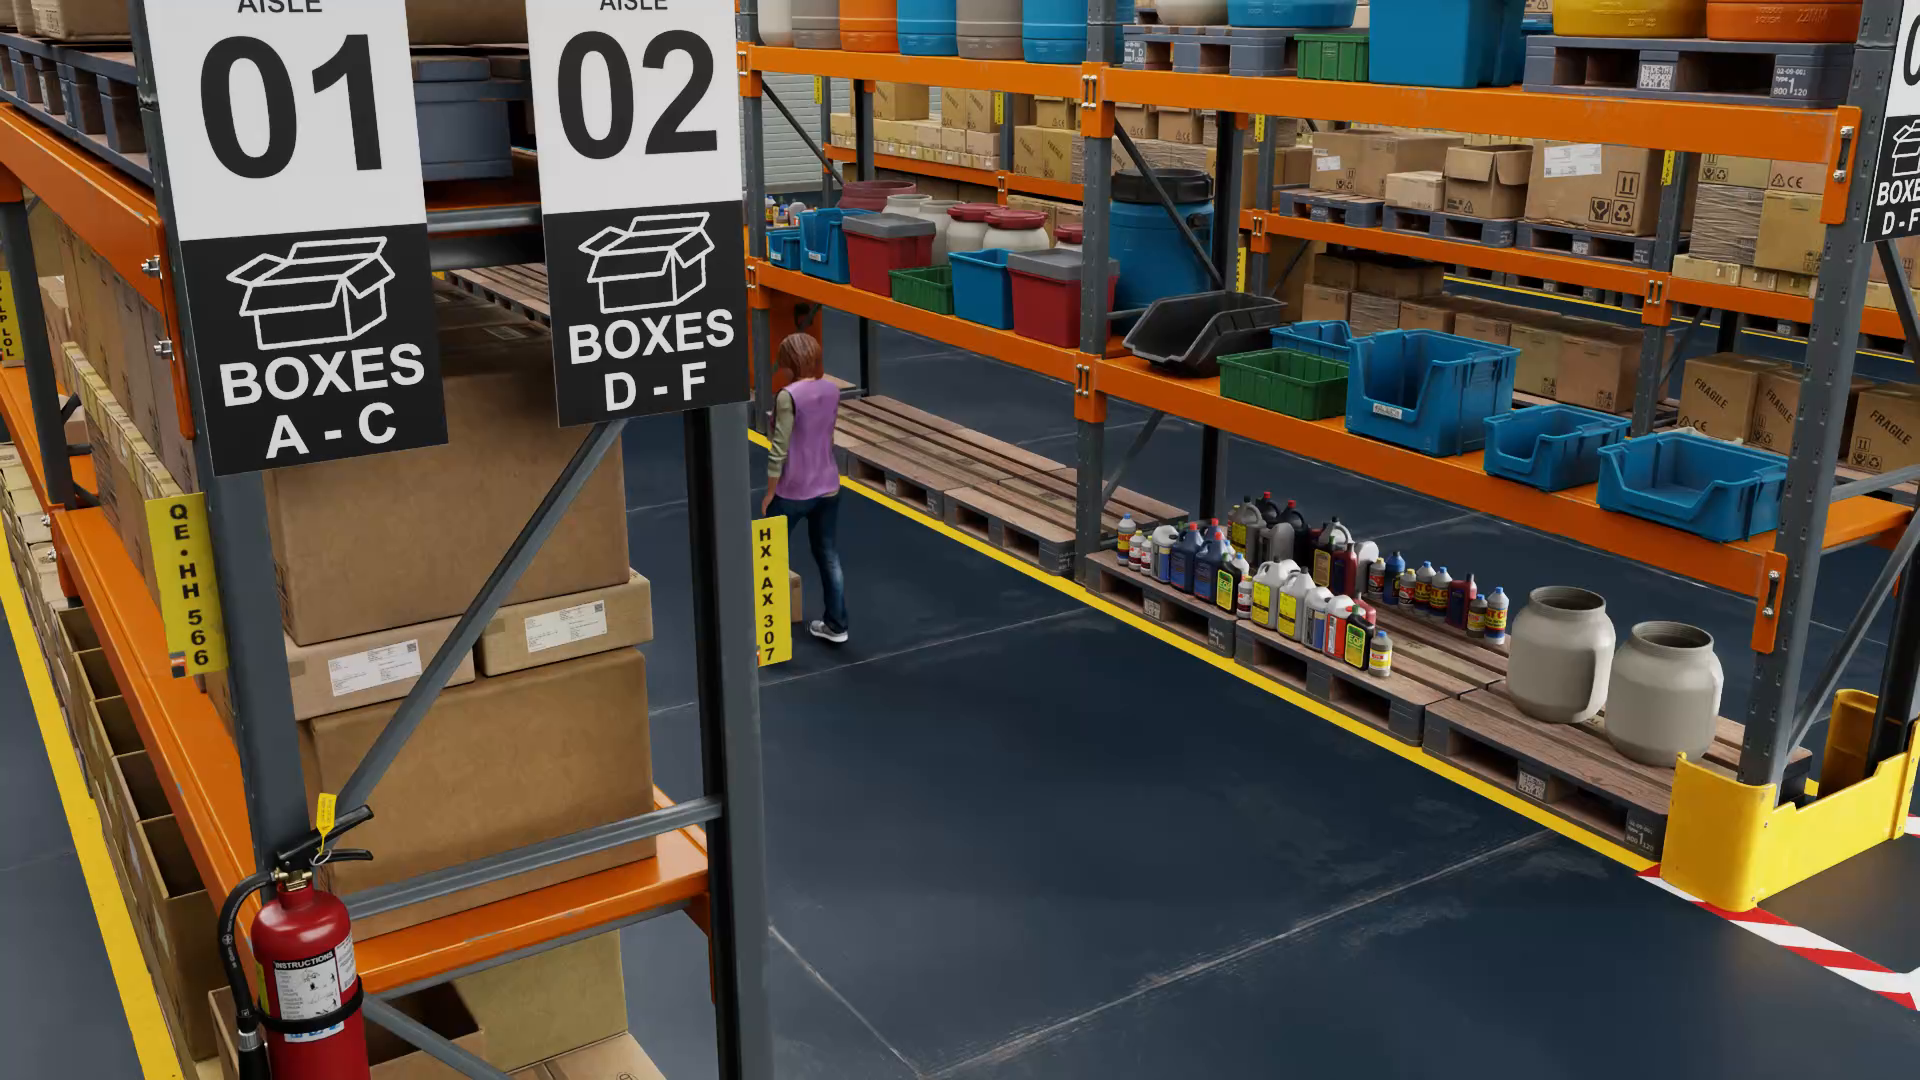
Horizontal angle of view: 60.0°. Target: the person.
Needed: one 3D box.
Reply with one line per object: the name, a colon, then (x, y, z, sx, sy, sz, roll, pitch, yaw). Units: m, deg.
person: (-0.871, -0.202, 8.192, 0.435, 1.564, 0.608, 17, 25, 42)
